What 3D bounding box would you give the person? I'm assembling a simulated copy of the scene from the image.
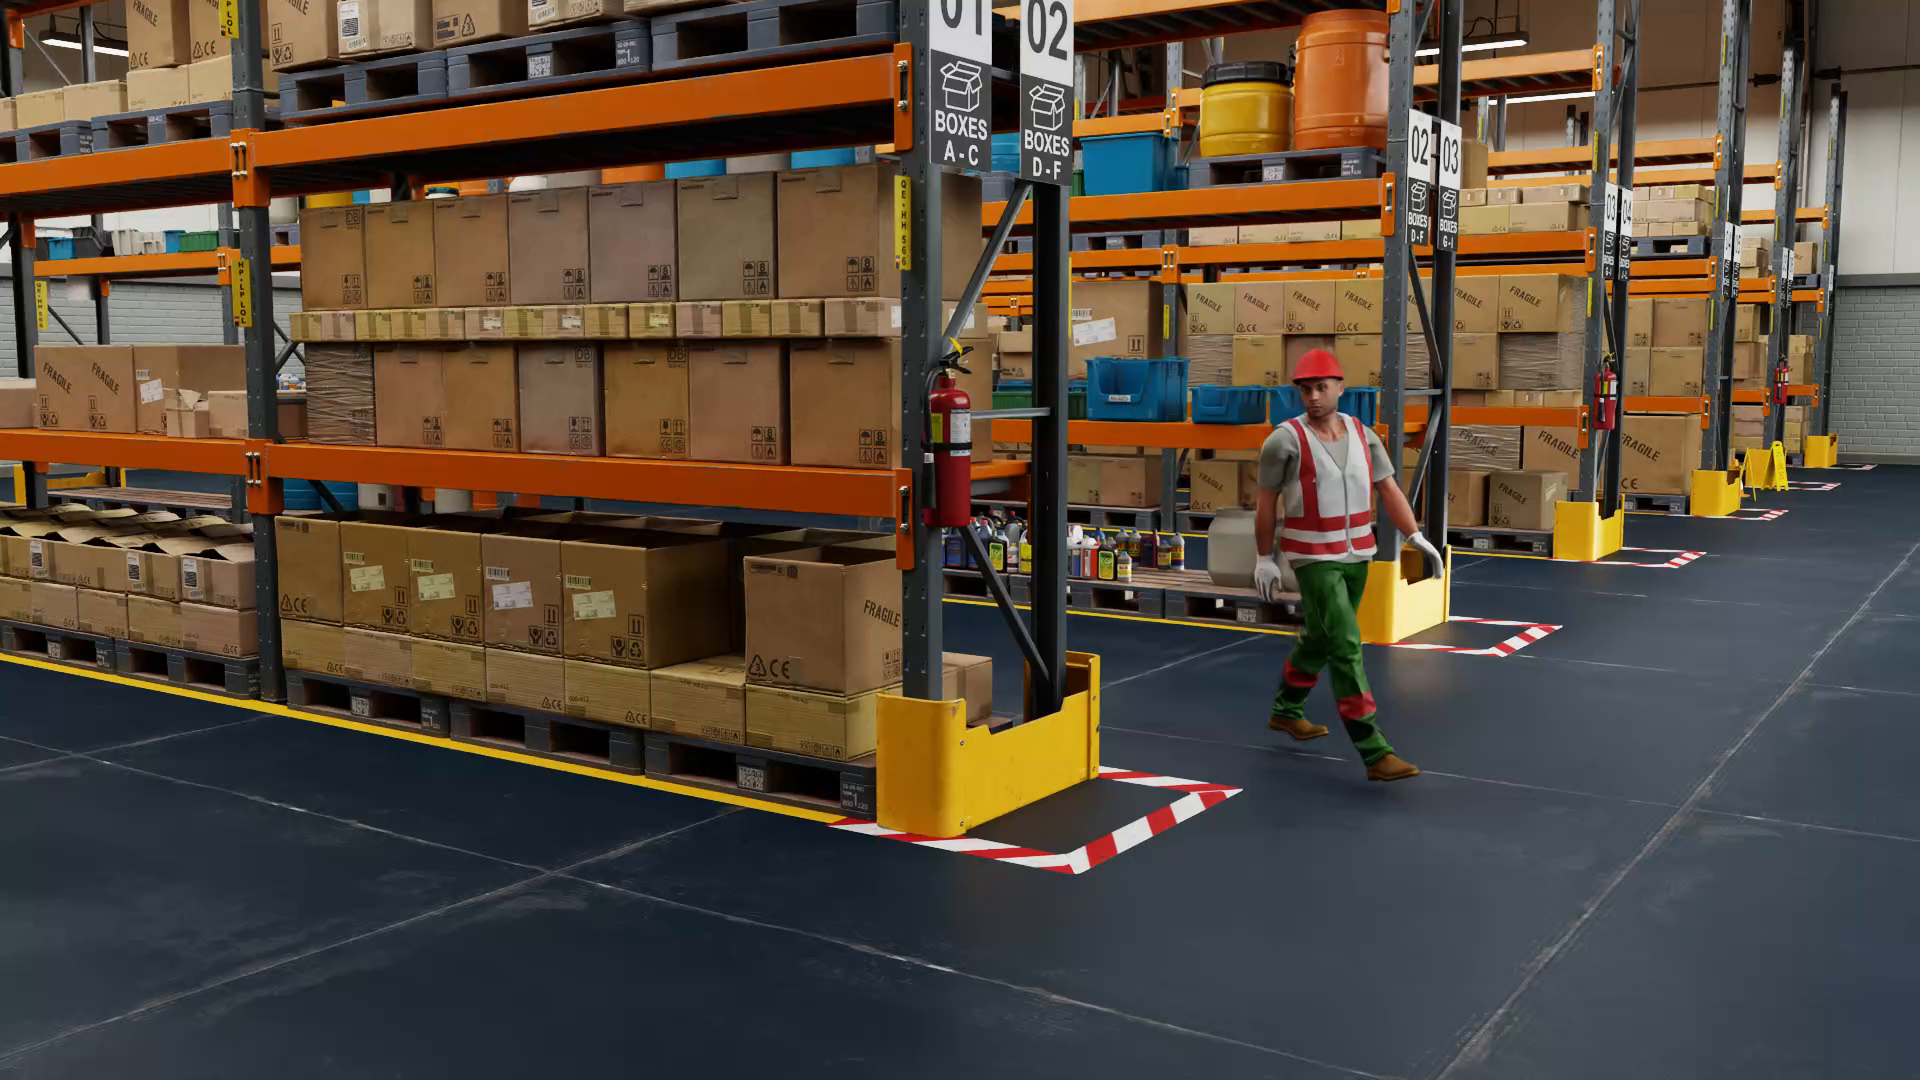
[{"bbox_3d":[1.588,0.083,6.877,0.615,1.738,1.051,-3,7,-25],"label":"person"}]
